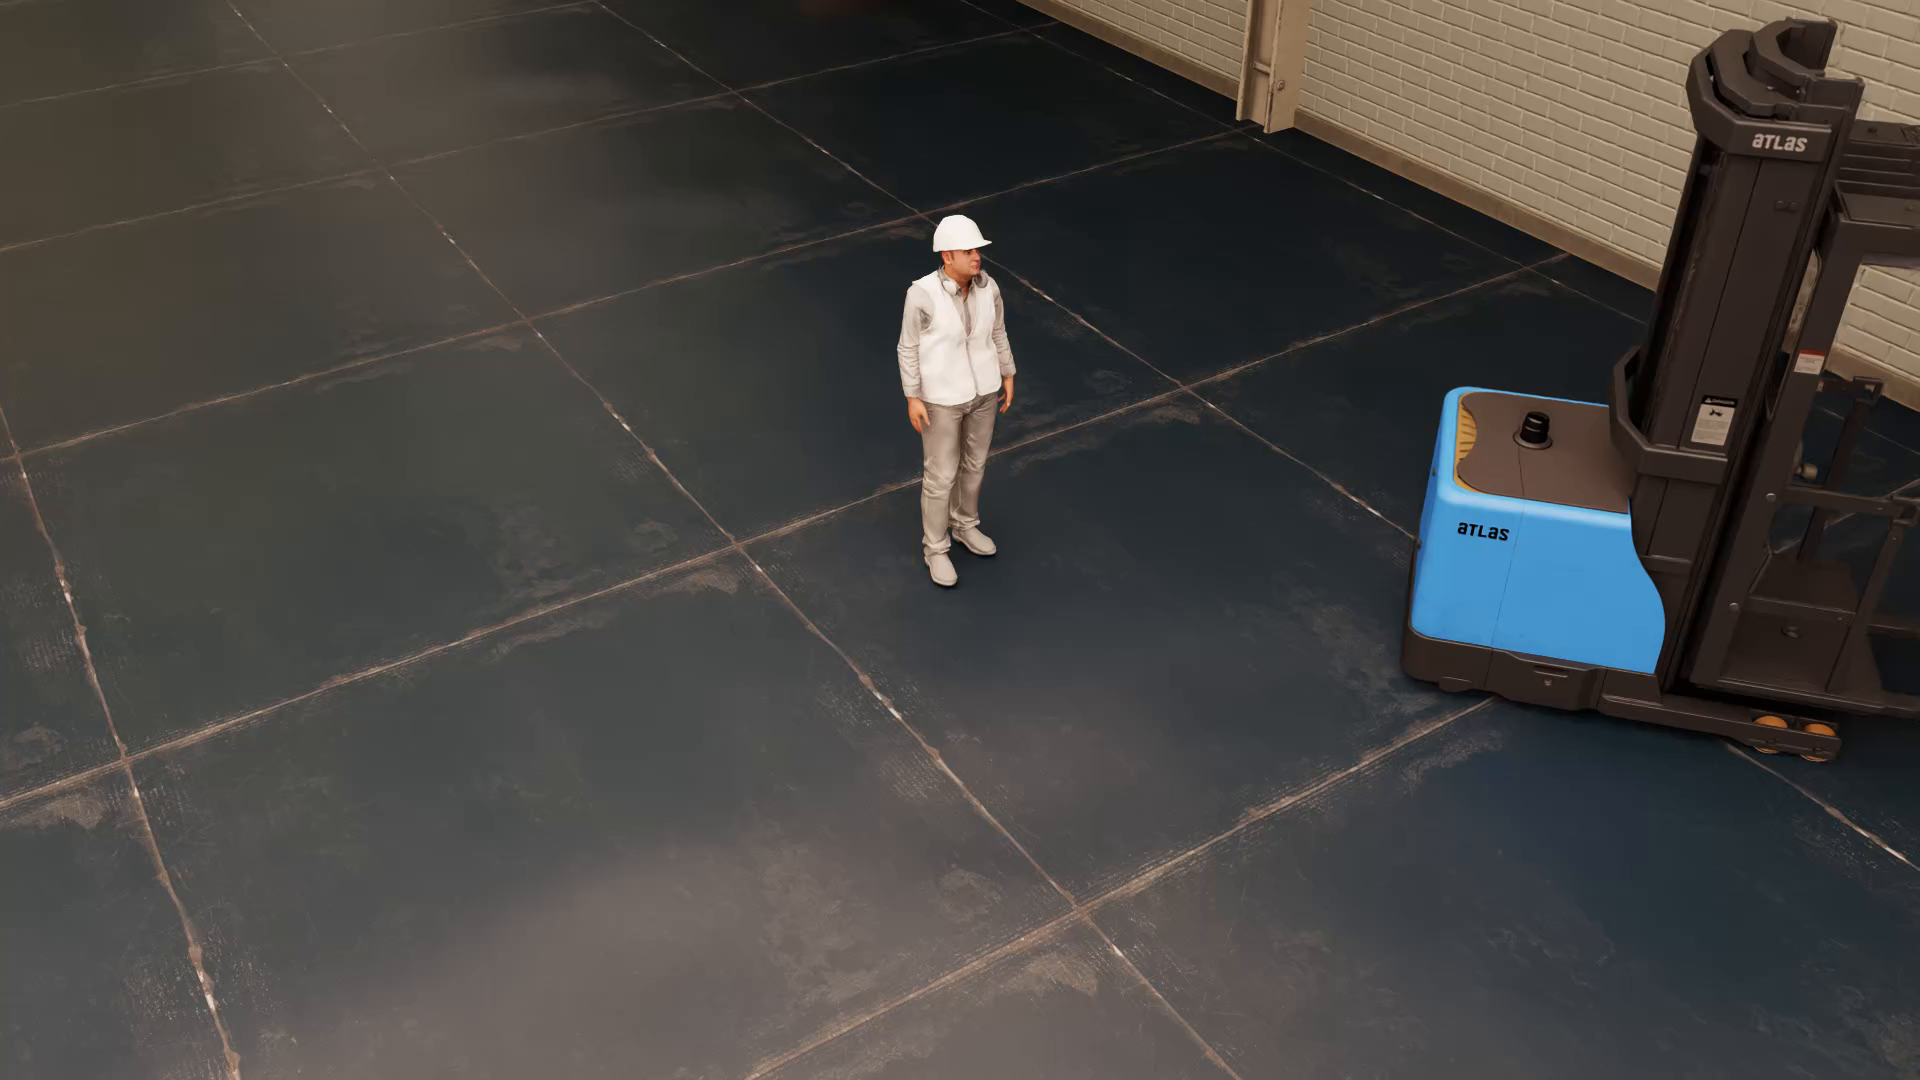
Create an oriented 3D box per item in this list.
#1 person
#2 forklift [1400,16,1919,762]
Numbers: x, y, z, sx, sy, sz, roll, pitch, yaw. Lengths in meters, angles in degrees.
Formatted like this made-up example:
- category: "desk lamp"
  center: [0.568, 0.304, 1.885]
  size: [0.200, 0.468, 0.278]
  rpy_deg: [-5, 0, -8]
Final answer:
- category: "person"
  center: [0.028, -0.700, 8.136]
  size: [0.634, 1.775, 0.566]
  rpy_deg: [-21, 40, -27]
- category: "forklift"
  center: [3.625, -0.566, 6.953]
  size: [3.031, 2.935, 1.130]
  rpy_deg: [9, 36, 13]
